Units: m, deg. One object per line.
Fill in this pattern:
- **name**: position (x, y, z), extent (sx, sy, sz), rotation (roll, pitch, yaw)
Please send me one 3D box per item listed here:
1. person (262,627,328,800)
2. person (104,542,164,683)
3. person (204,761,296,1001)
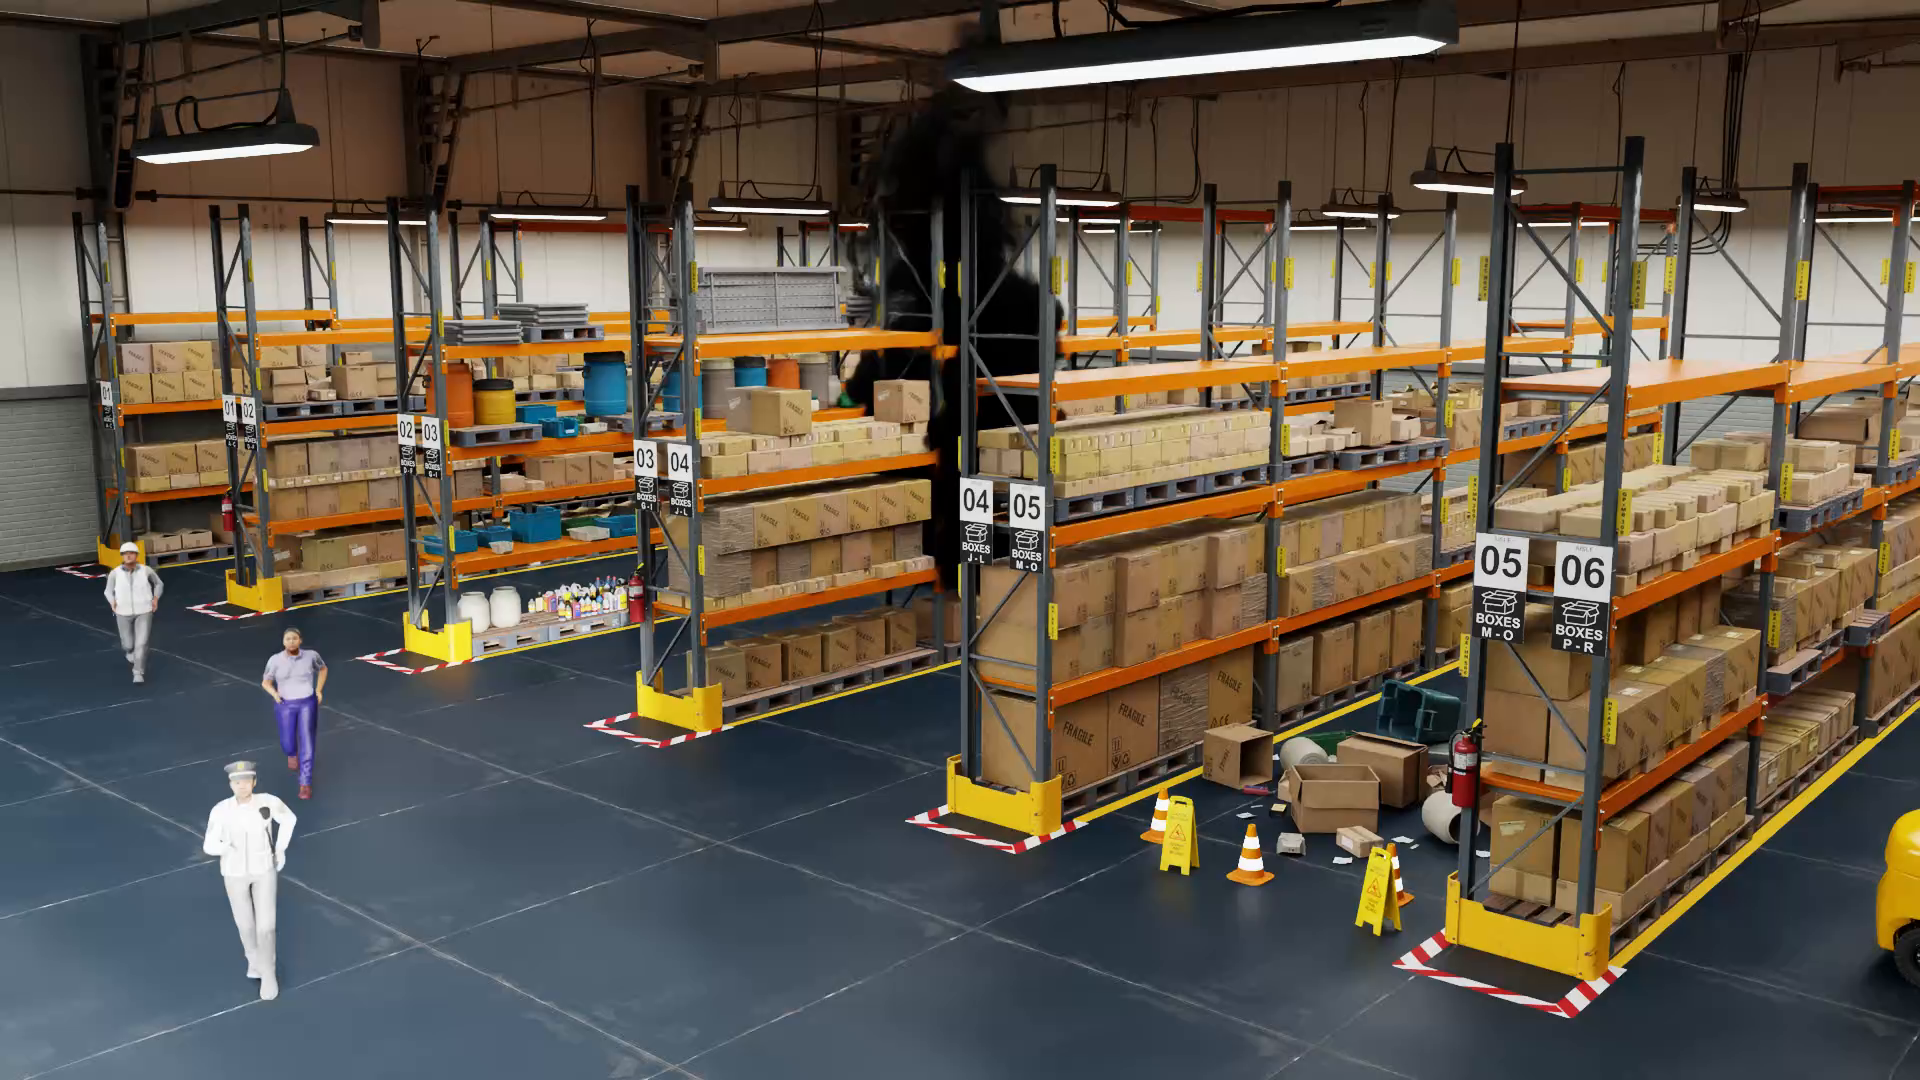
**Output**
- **person**: position (-6.539, 1.665, 16.406), extent (0.607, 1.640, 0.837), rotation (-4, 10, -21)
- **person**: position (-10.313, 0.858, 20.807), extent (0.676, 1.683, 0.700), rotation (-4, 10, -23)
- **person**: position (-5.028, 2.401, 11.810), extent (0.592, 1.728, 0.684), rotation (-3, 10, -17)
